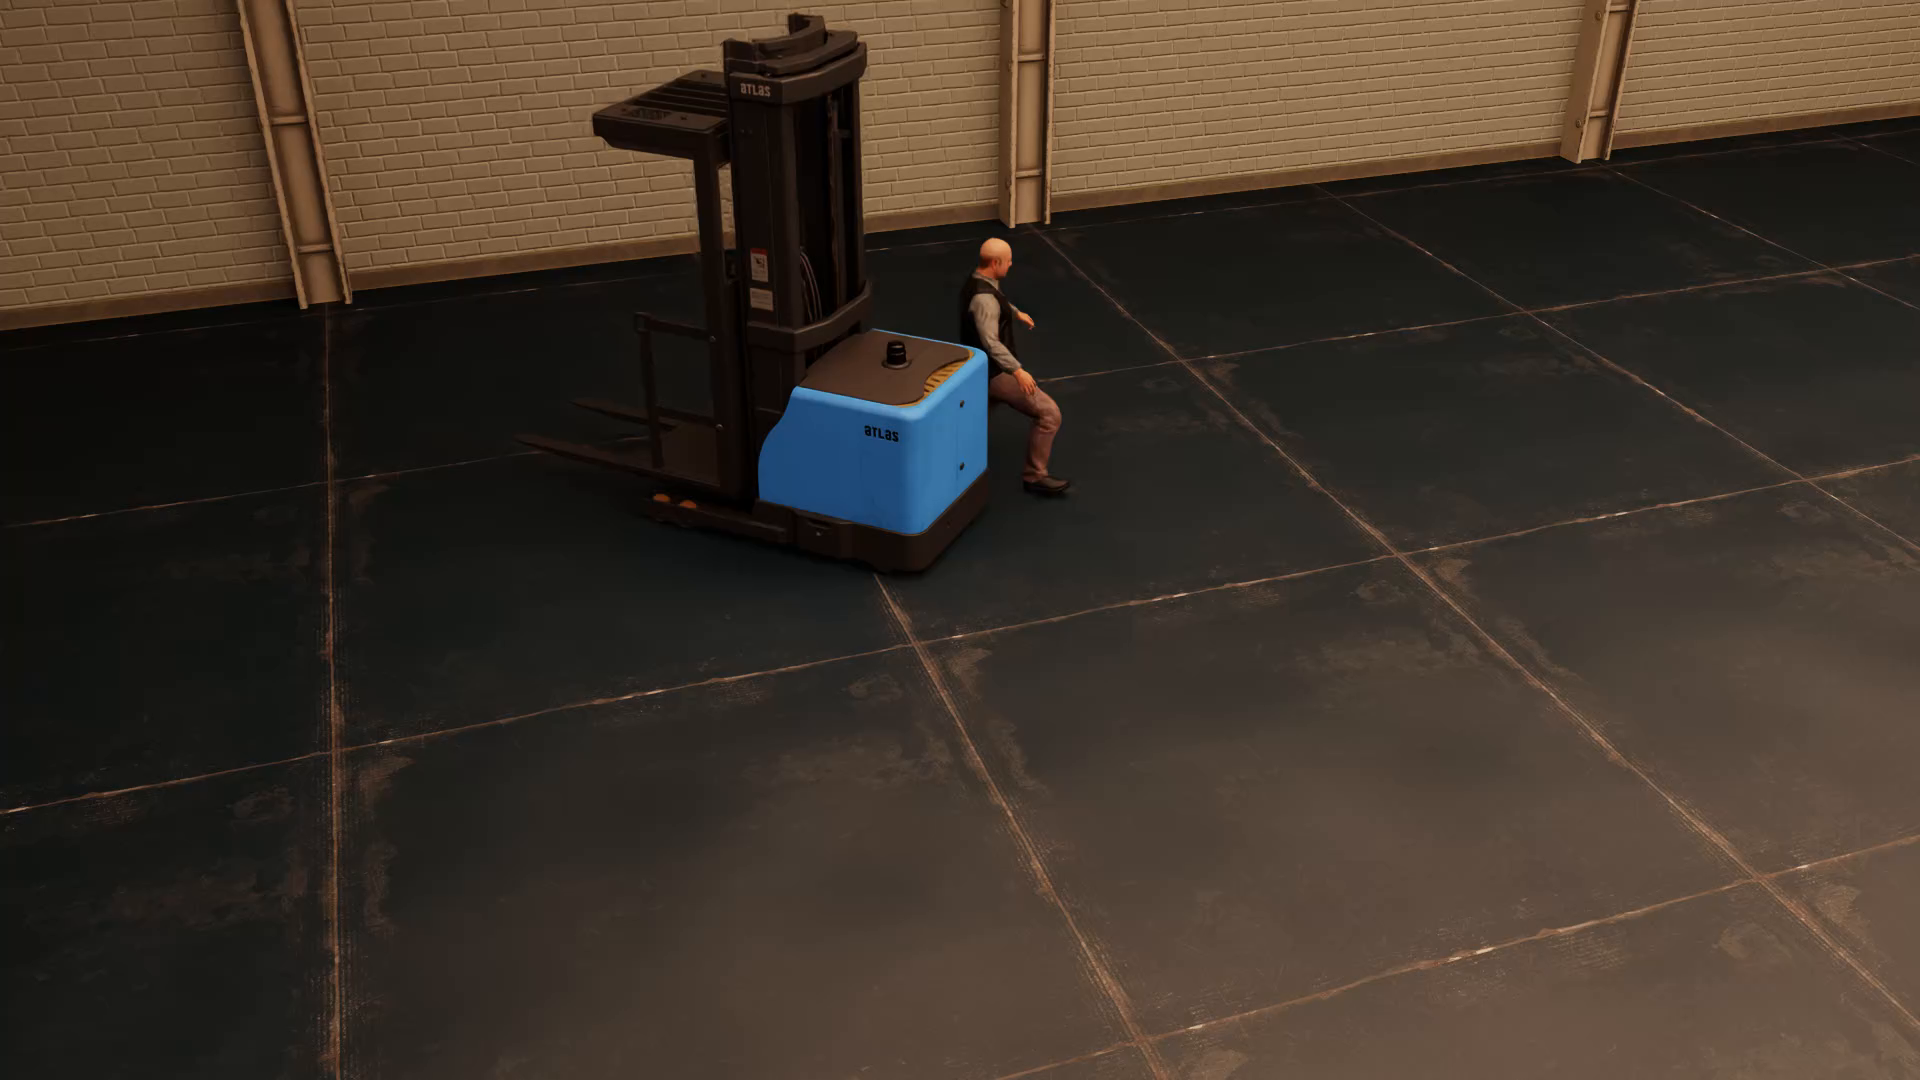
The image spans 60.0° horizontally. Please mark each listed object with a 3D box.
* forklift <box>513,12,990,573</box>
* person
[{"bbox_3d":[-1.377,-1.567,9.810,3.031,2.935,1.130,13,32,22],"label":"forklift"},{"bbox_3d":[0.260,-1.132,10.492,0.812,1.609,0.975,-2,30,-4],"label":"person"}]
